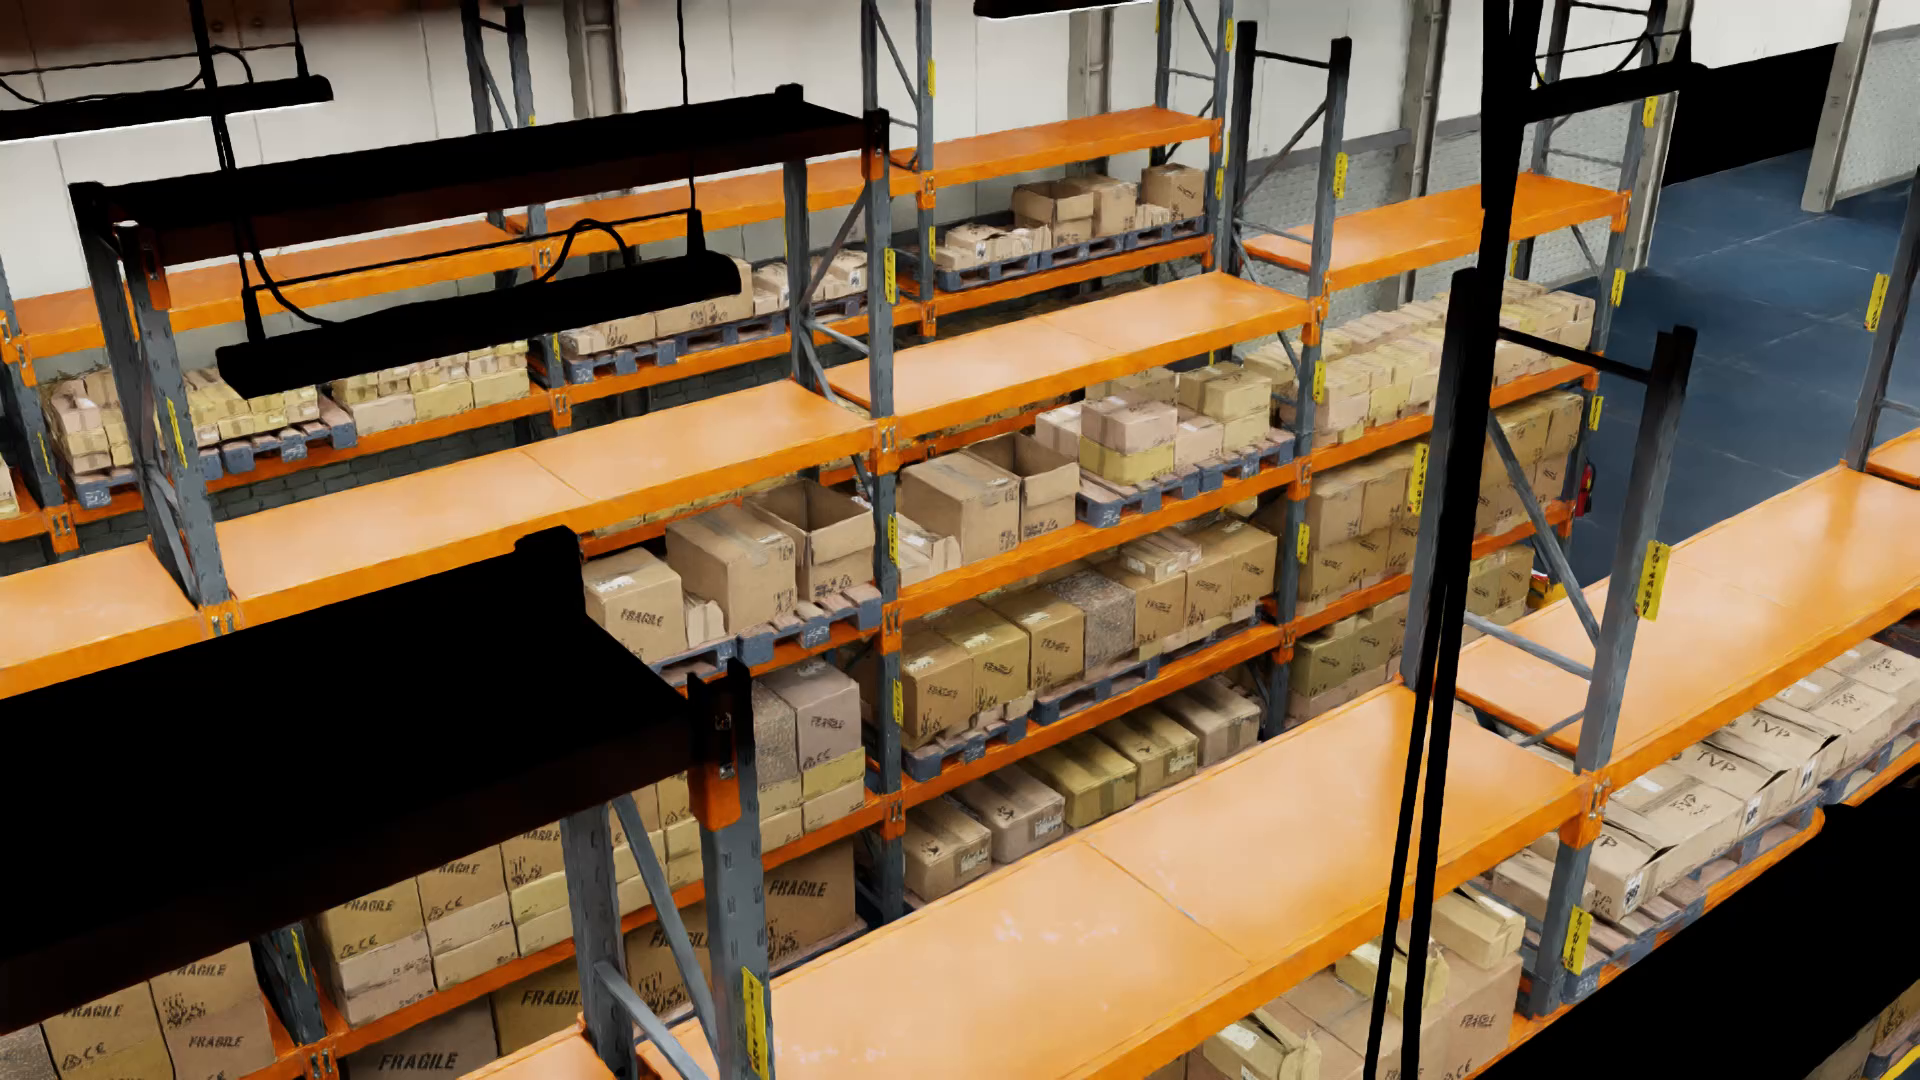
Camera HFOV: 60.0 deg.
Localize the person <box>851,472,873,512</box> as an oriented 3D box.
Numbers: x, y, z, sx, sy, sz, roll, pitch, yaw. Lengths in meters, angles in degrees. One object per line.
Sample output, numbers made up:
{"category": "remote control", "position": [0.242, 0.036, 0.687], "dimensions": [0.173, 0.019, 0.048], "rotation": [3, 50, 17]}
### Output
{"category": "person", "position": [-0.883, 0.123, 15.936], "dimensions": [0.585, 1.664, 0.554], "rotation": [-6, 27, -11]}
